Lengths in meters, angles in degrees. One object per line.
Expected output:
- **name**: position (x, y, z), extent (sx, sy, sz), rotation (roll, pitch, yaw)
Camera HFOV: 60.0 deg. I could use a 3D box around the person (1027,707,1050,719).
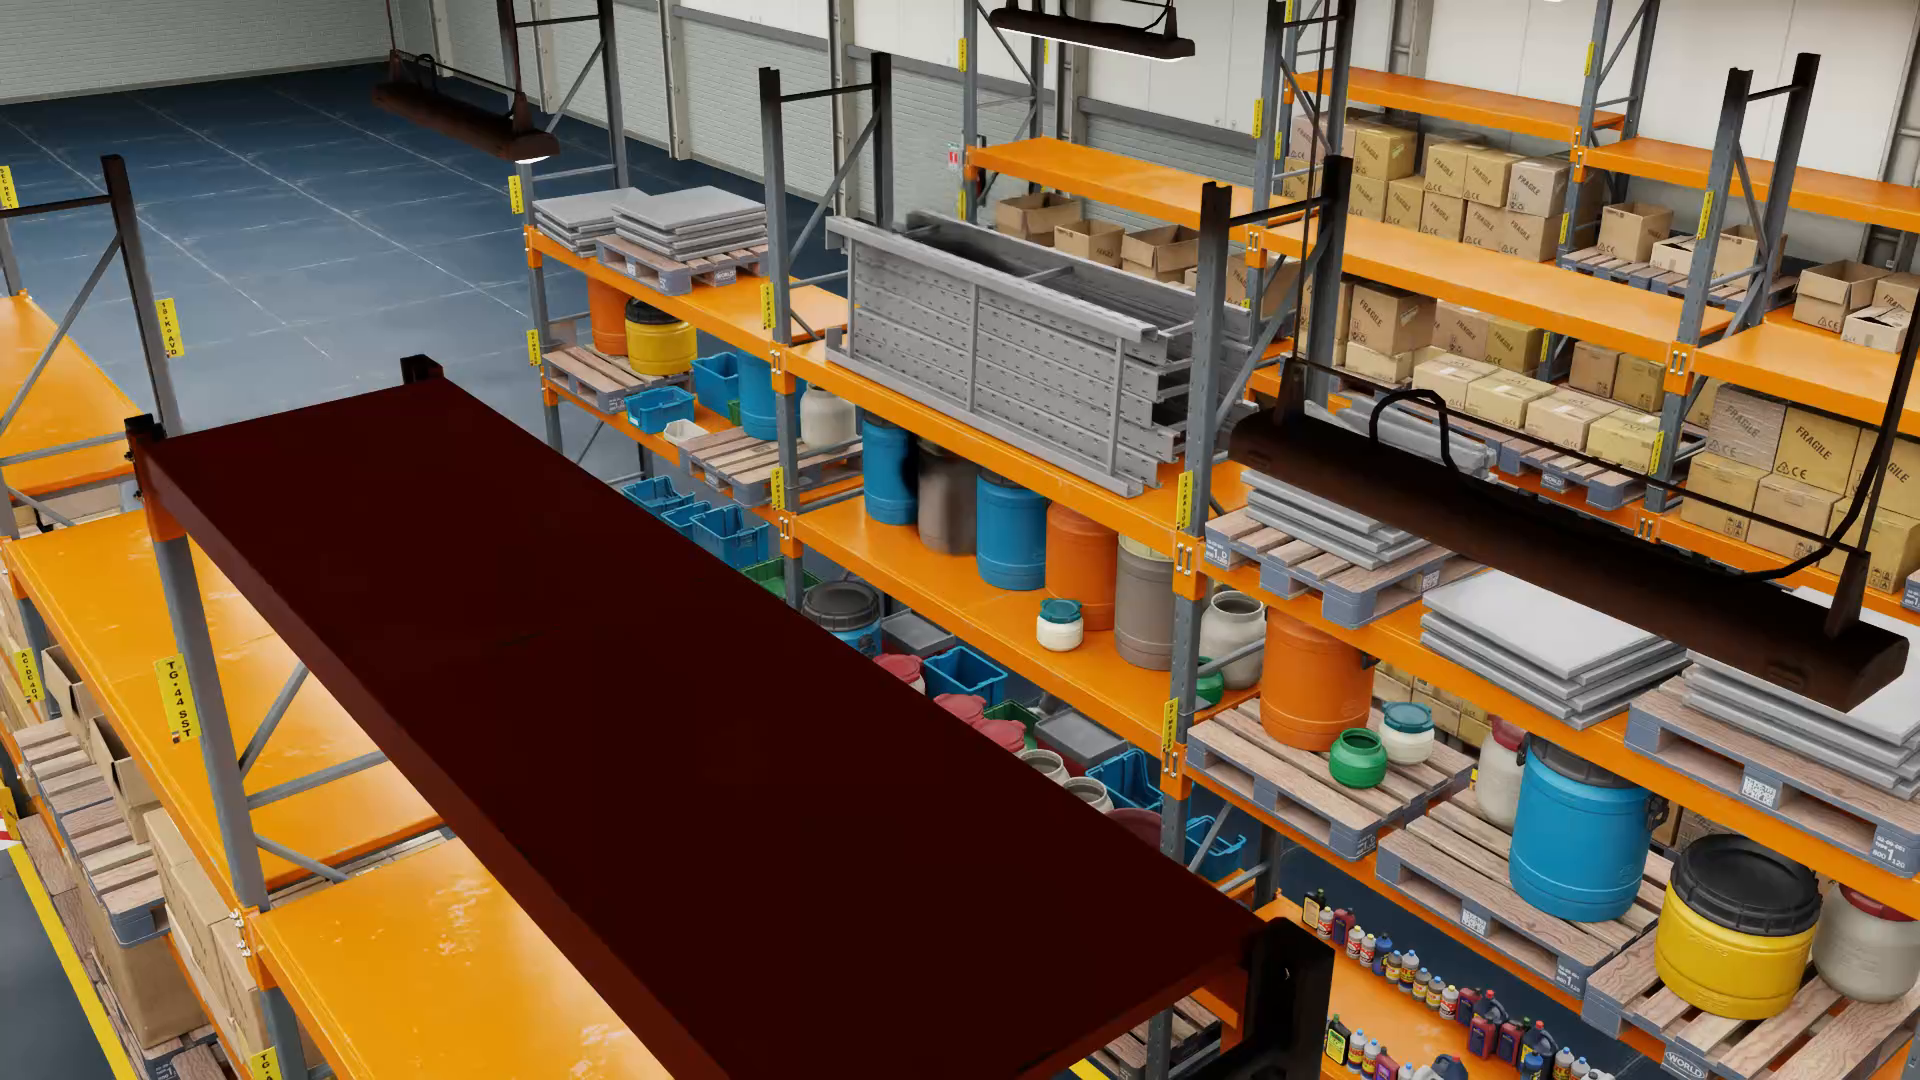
- **person**: position (0.964, 0.945, 14.343), extent (0.969, 1.655, 0.564), rotation (19, 31, 33)
